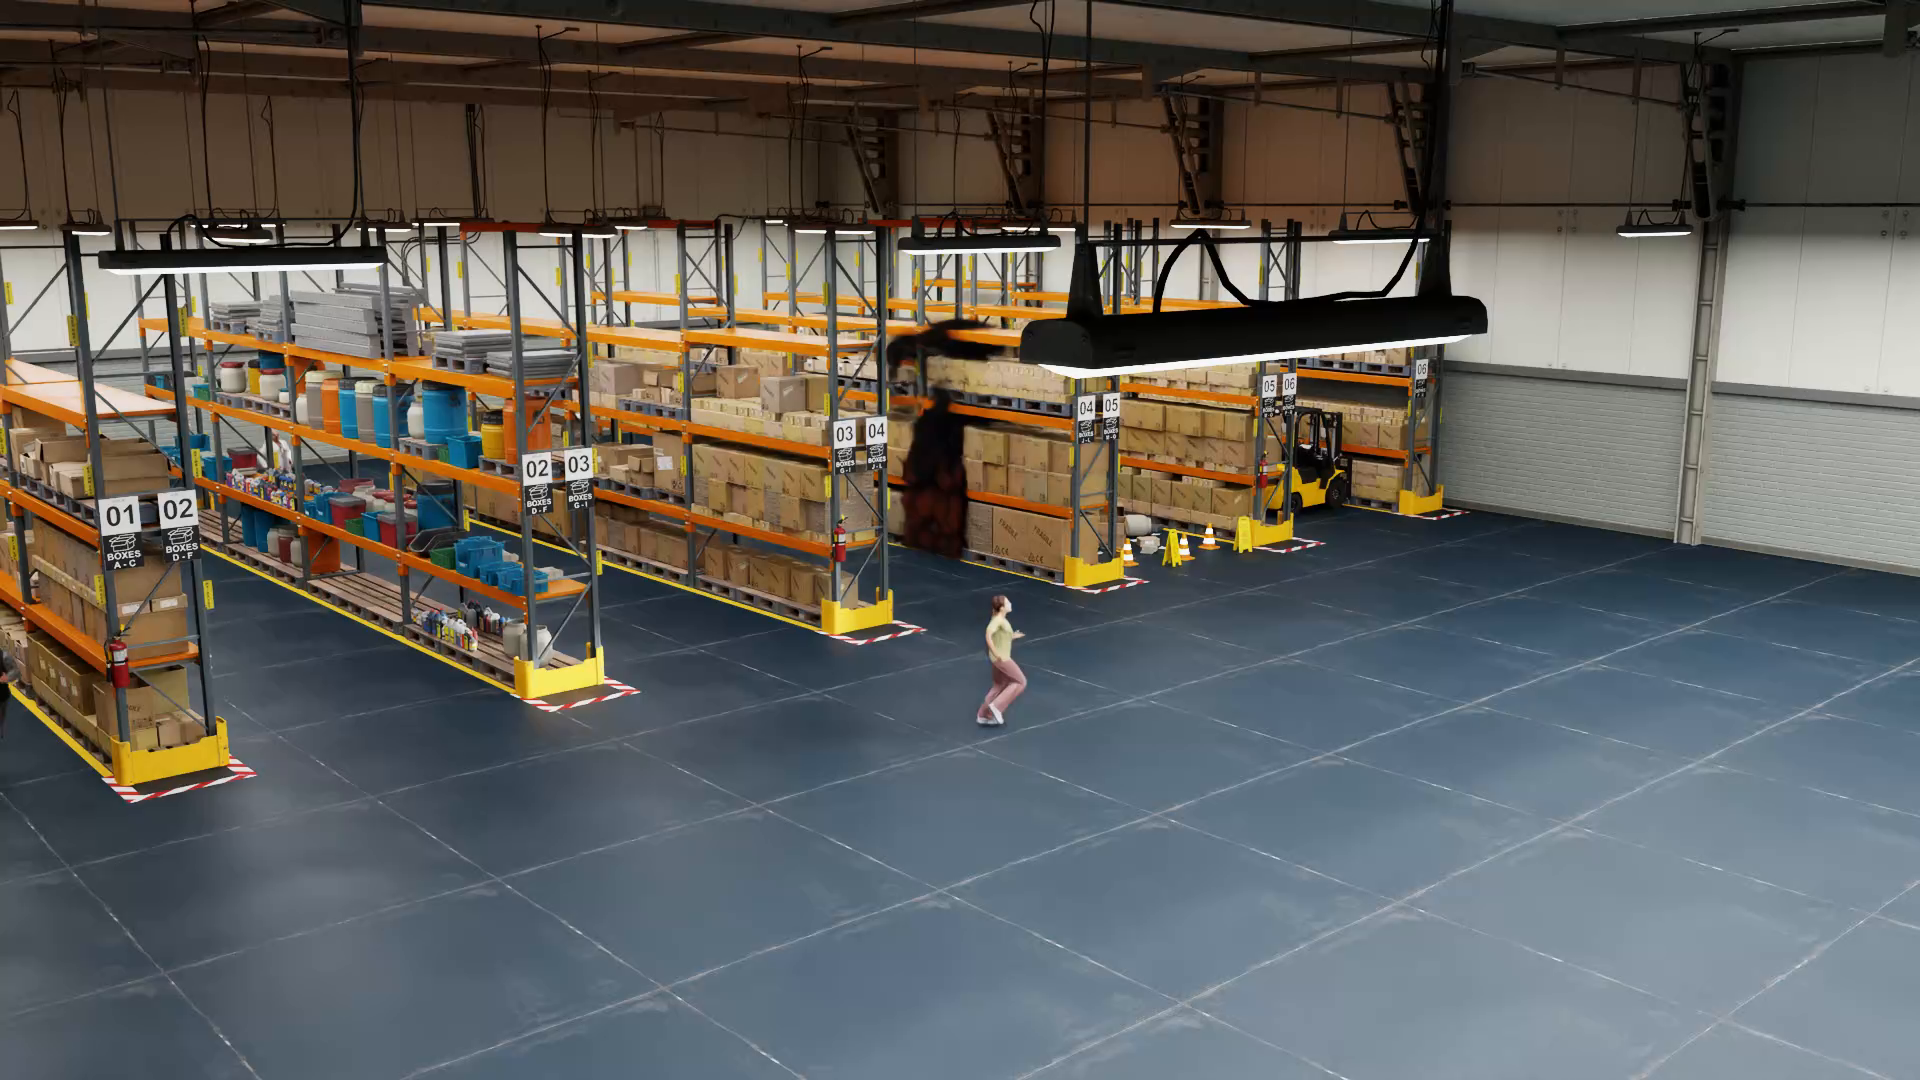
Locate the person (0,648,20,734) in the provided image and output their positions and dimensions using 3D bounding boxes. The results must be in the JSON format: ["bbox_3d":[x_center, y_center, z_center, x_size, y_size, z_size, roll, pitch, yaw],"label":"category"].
[{"bbox_3d":[-10.789,1.844,18.480,0.781,1.781,0.656,11,16,42],"label":"person"}]

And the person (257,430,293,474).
[{"bbox_3d":[-14.096,-1.426,34.425,0.961,1.744,0.773,5,13,25],"label":"person"}]

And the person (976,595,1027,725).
[{"bbox_3d":[0.501,1.468,20.434,0.610,1.629,0.578,-1,11,-7],"label":"person"}]

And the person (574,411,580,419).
[{"bbox_3d":[-9.366,-2.519,40.214,0.656,1.640,0.569,4,12,19],"label":"person"}]
